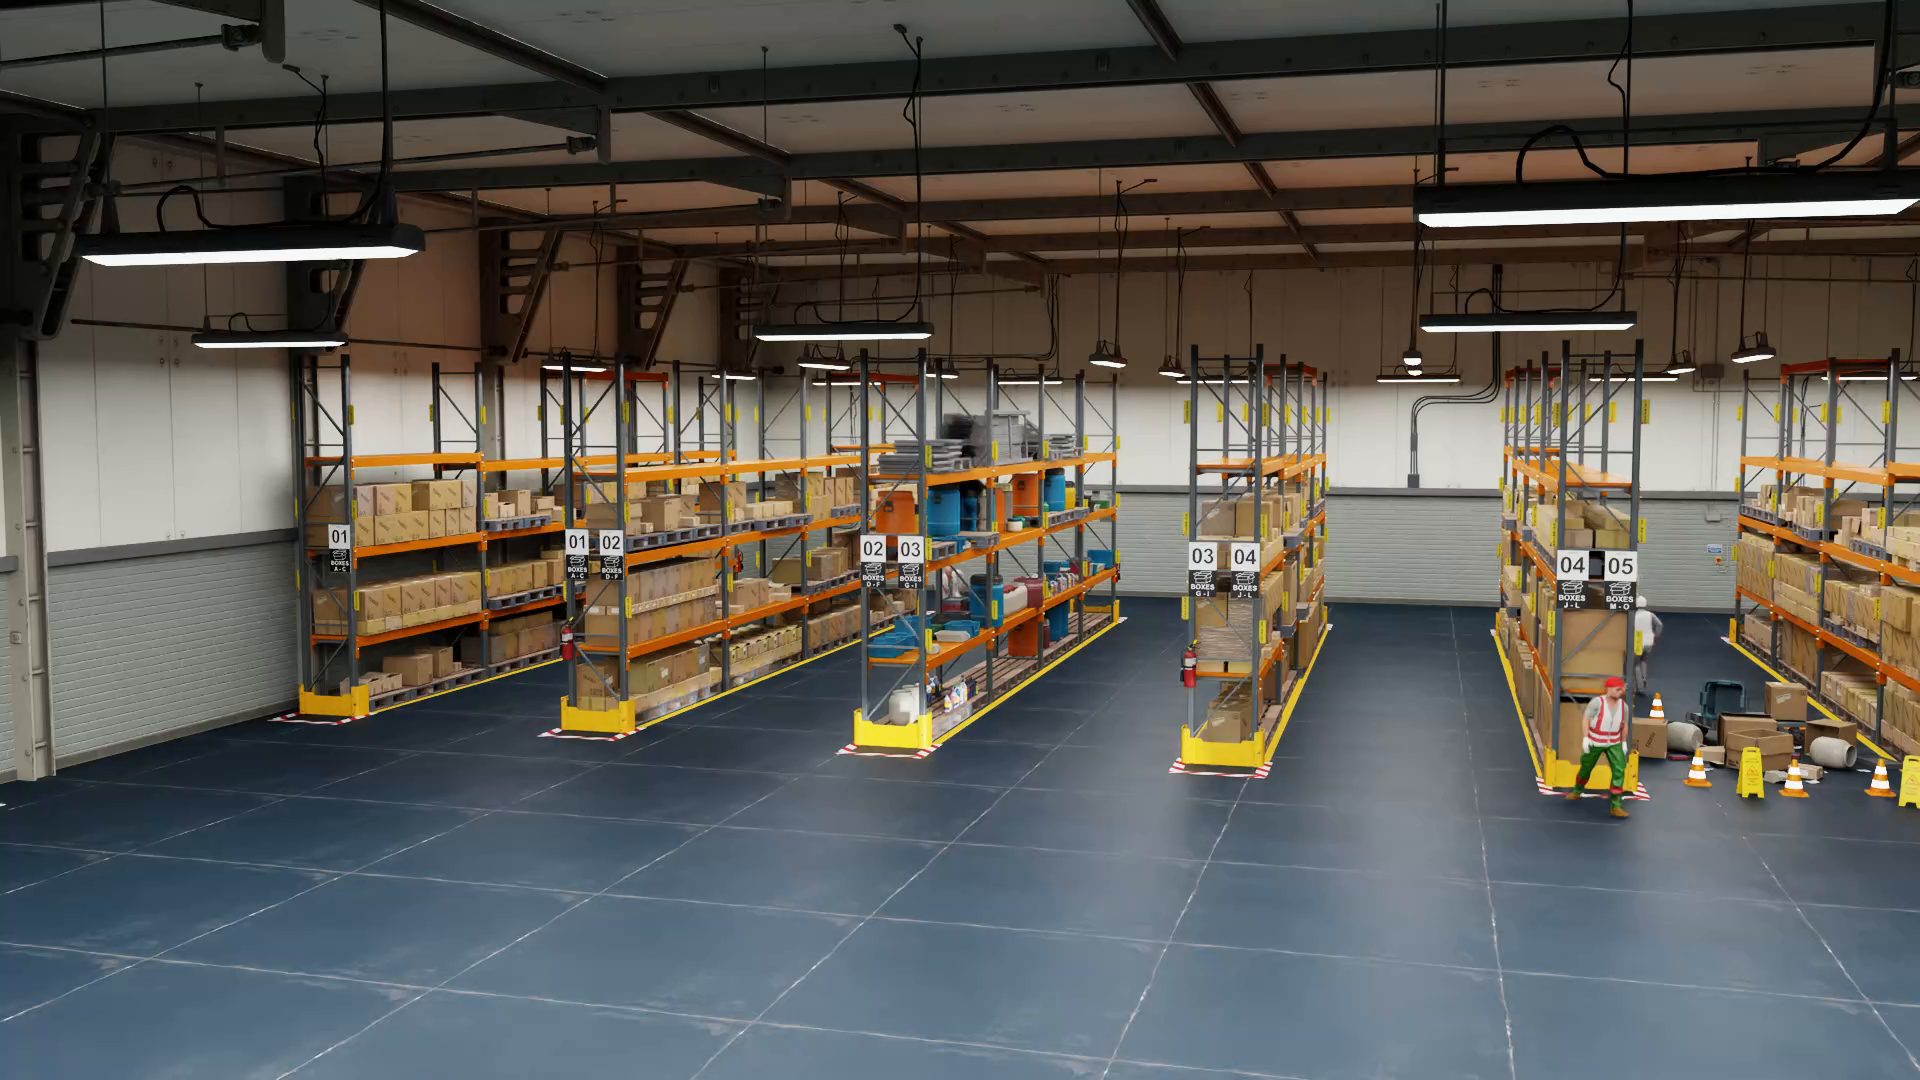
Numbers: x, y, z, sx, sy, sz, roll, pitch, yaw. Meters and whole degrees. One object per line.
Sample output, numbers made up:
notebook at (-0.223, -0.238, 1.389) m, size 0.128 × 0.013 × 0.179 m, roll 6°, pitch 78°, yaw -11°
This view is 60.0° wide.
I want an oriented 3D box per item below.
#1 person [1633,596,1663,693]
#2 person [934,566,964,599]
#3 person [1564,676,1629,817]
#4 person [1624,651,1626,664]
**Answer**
person at (12.290, 1.880, 30.039) m, size 0.691 × 1.743 × 0.727 m, roll 1°, pitch 4°, yaw 9°
person at (-0.265, 1.340, 38.774) m, size 0.720 × 1.564 × 1.211 m, roll 0°, pitch 4°, yaw -6°
person at (8.101, 2.560, 20.992) m, size 0.689 × 1.723 × 0.995 m, roll 0°, pitch 4°, yaw -3°
person at (13.322, 1.683, 33.382) m, size 0.632 × 1.617 × 0.594 m, roll 1°, pitch 4°, yaw 16°
